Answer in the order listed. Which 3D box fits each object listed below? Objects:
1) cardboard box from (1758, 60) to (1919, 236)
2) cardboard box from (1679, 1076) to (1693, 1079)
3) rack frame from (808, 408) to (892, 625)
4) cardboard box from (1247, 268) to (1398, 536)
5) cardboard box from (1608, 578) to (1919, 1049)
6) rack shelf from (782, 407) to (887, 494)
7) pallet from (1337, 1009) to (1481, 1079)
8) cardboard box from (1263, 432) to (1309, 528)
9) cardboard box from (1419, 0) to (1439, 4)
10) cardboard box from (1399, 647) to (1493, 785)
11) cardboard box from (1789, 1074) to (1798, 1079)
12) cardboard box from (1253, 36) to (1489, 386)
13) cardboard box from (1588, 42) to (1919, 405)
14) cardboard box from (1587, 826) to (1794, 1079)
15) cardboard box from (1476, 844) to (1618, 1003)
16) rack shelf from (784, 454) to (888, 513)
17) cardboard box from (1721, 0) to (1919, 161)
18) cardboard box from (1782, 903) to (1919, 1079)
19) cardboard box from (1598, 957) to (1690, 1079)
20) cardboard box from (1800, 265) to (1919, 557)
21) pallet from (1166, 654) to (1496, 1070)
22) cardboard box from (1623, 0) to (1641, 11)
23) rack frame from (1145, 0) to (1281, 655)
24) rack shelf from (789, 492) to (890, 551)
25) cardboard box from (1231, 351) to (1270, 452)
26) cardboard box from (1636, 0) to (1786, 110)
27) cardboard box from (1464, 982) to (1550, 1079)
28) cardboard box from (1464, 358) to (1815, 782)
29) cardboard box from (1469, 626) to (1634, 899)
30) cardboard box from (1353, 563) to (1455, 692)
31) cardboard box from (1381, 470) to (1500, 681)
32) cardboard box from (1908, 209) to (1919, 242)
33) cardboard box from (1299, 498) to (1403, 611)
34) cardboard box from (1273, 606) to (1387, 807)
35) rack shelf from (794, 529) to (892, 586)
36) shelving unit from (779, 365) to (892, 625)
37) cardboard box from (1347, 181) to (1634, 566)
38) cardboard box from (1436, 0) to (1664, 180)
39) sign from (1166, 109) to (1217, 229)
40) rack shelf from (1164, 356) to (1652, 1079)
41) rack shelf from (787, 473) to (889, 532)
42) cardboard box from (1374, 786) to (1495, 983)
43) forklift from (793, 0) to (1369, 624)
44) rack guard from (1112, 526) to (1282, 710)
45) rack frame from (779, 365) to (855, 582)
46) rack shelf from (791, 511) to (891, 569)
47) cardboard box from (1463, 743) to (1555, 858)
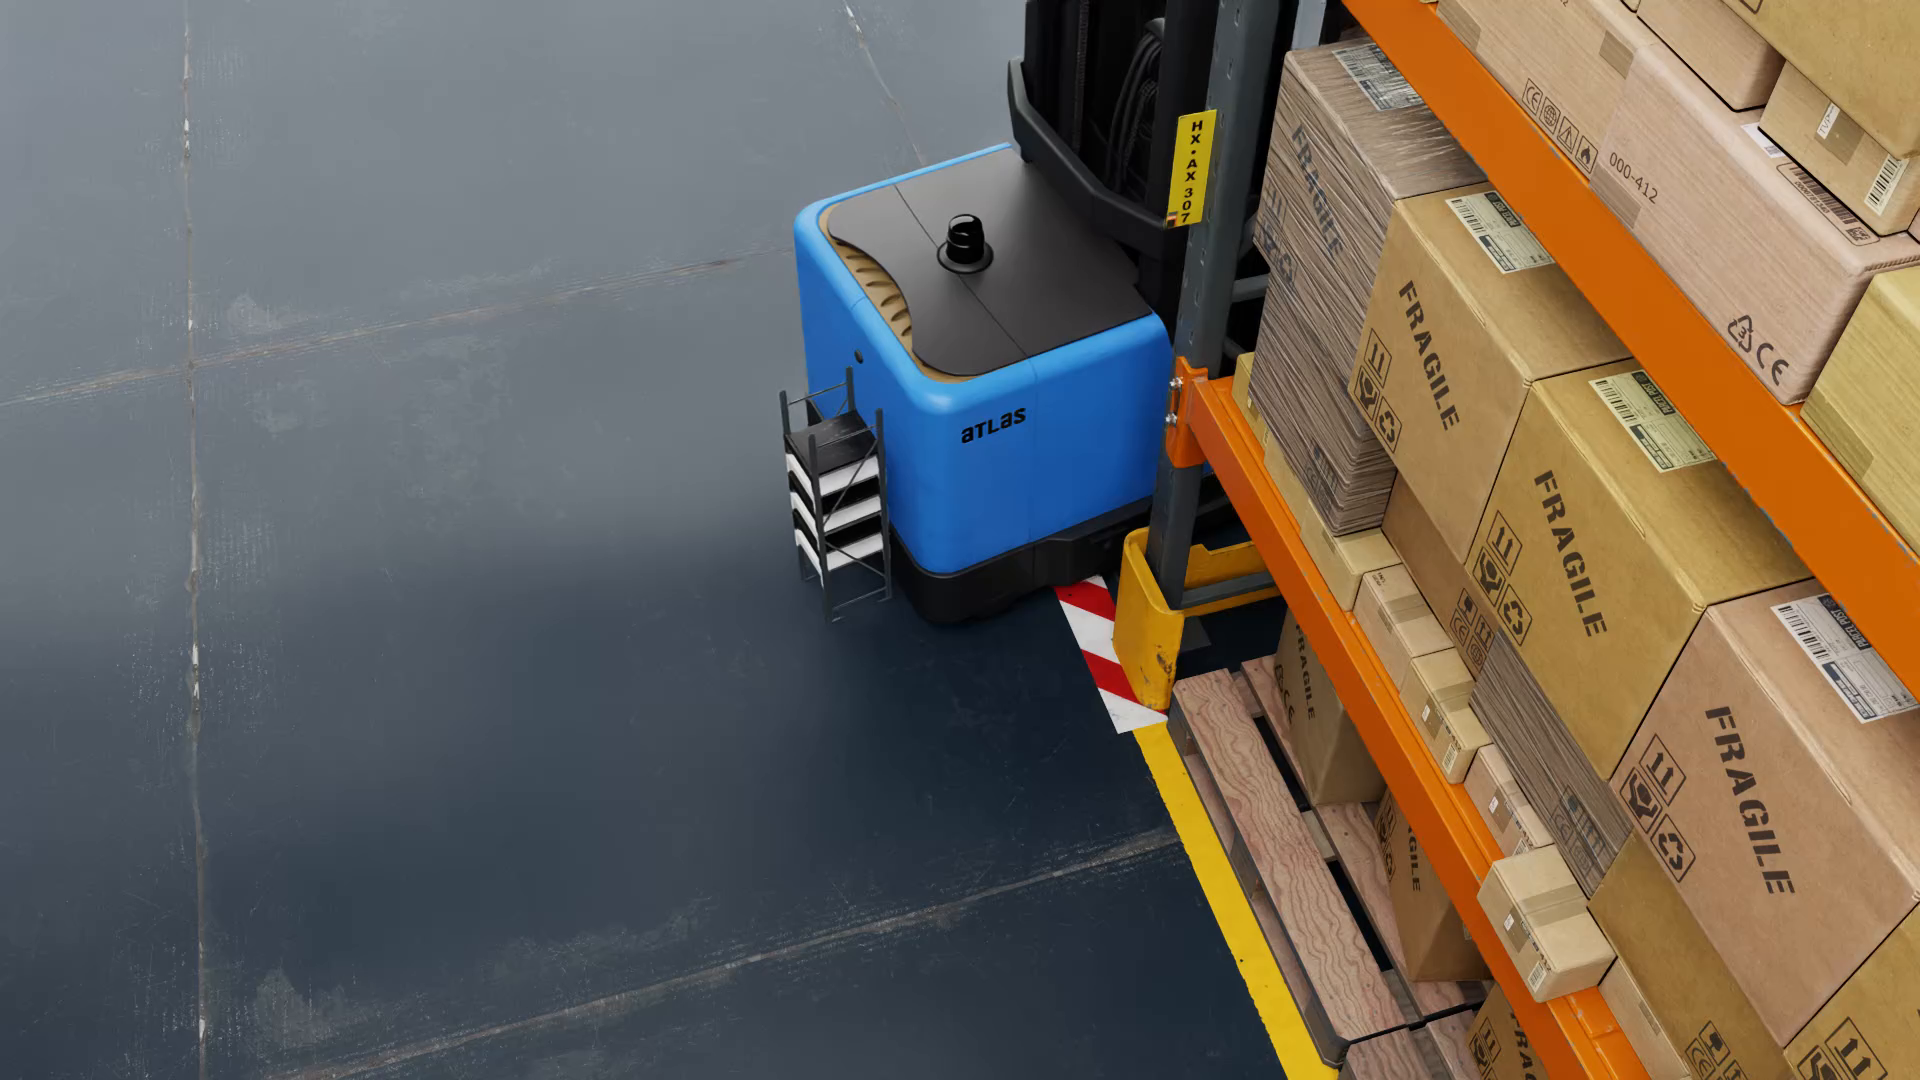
[{"bbox_3d":[1.284,-0.561,2.136,0.380,0.149,0.250,-15,52,-13],"label":"cardboard box"},{"bbox_3d":[1.480,1.088,3.035,0.380,0.149,0.250,-13,51,-11],"label":"cardboard box"},{"bbox_3d":[-0.335,-0.055,5.208,0.240,0.900,0.006,-22,53,-18],"label":"rack frame"},{"bbox_3d":[1.207,-0.445,3.903,0.875,0.500,0.500,-13,51,-11],"label":"cardboard box"},{"bbox_3d":[1.417,0.384,2.551,0.500,0.500,0.500,-13,51,-11],"label":"cardboard box"},{"bbox_3d":[-0.384,-0.276,5.085,0.258,0.077,0.200,-22,53,-18],"label":"rack shelf"},{"bbox_3d":[1.657,1.720,4.162,1.003,0.211,1.213,-13,51,-11],"label":"pallet"},{"bbox_3d":[0.983,-0.195,4.117,0.380,0.149,0.250,-13,51,-11],"label":"cardboard box"},{"bbox_3d":[0.967,-1.233,2.964,0.500,0.250,0.500,-12,51,-10],"label":"cardboard box"},{"bbox_3d":[1.204,0.353,3.655,0.380,0.149,0.250,-13,51,-11],"label":"cardboard box"},{"bbox_3d":[1.822,1.010,2.676,0.875,0.500,0.500,-13,51,-11],"label":"cardboard box"},{"bbox_3d":[0.973,-0.712,3.474,0.500,0.500,0.500,-13,51,-11],"label":"cardboard box"},{"bbox_3d":[1.268,-0.495,2.342,0.500,0.250,0.500,-13,51,-11],"label":"cardboard box"},{"bbox_3d":[1.713,0.636,2.992,0.875,0.500,0.500,-13,51,-11],"label":"cardboard box"},{"bbox_3d":[1.278,0.736,3.332,0.380,0.149,0.250,-13,51,-11],"label":"cardboard box"},{"bbox_3d":[-0.384,-0.218,5.153,0.258,0.077,0.200,-22,53,-18],"label":"rack shelf"},{"bbox_3d":[1.252,-0.836,1.944,0.500,0.500,0.500,-14,51,-11],"label":"cardboard box"},{"bbox_3d":[1.562,0.749,2.242,0.500,0.500,0.500,-13,51,-11],"label":"cardboard box"},{"bbox_3d":[1.479,0.888,3.204,0.380,0.149,0.250,-13,51,-11],"label":"cardboard box"},{"bbox_3d":[1.426,-0.116,2.022,0.500,0.250,0.500,-12,51,-10],"label":"cardboard box"},{"bbox_3d":[1.300,0.831,4.912,1.003,0.211,1.213,-13,51,-11],"label":"pallet"},{"bbox_3d":[1.121,-0.936,2.452,0.380,0.149,0.250,-11,51,-10],"label":"cardboard box"},{"bbox_3d":[1.071,-0.725,4.399,1.000,3.000,0.127,-13,51,-11],"label":"rack frame"},{"bbox_3d":[-0.384,-0.102,5.291,0.258,0.077,0.200,-22,53,-18],"label":"rack shelf"},{"bbox_3d":[0.928,-0.382,4.274,0.380,0.149,0.250,-13,51,-11],"label":"cardboard box"},{"bbox_3d":[1.189,-0.757,2.302,0.380,0.149,0.250,-13,51,-11],"label":"cardboard box"},{"bbox_3d":[1.616,1.296,4.056,0.500,0.500,0.500,-9,50,-8],"label":"cardboard box"},{"bbox_3d":[1.264,0.020,2.858,0.500,0.500,0.500,-13,51,-11],"label":"cardboard box"},{"bbox_3d":[1.576,0.268,3.302,0.875,0.500,0.500,-13,51,-11],"label":"cardboard box"},{"bbox_3d":[1.136,0.169,3.810,0.380,0.149,0.250,-13,51,-11],"label":"cardboard box"},{"bbox_3d":[1.470,-0.107,3.618,0.875,0.500,0.500,-13,51,-11],"label":"cardboard box"},{"bbox_3d":[1.402,-0.389,1.992,0.380,0.149,0.250,-14,51,-11],"label":"cardboard box"},{"bbox_3d":[1.043,-0.009,3.960,0.380,0.149,0.250,-13,51,-11],"label":"cardboard box"},{"bbox_3d":[1.240,0.405,4.807,0.500,0.500,0.500,-5,50,-4],"label":"cardboard box"},{"bbox_3d":[-0.383,0.014,5.429,0.258,0.077,0.200,-22,53,-18],"label":"rack shelf"},{"bbox_3d":[-0.384,-0.124,5.266,0.258,0.900,0.210,-22,53,-18],"label":"shelving unit"},{"bbox_3d":[1.114,-0.345,3.165,0.500,0.500,0.500,-13,51,-11],"label":"cardboard box"},{"bbox_3d":[1.125,-0.858,2.647,0.500,0.250,0.500,-14,51,-12],"label":"cardboard box"},{"bbox_3d":[0.553,-0.881,3.965,0.100,0.325,0.005,-13,51,-11],"label":"sign"},{"bbox_3d":[1.662,0.968,3.443,1.077,0.370,4.000,-13,51,-11],"label":"rack shelf"},{"bbox_3d":[-0.384,-0.160,5.222,0.258,0.077,0.200,-22,53,-18],"label":"rack shelf"},{"bbox_3d":[1.449,0.834,4.445,0.500,0.500,0.500,-2,50,-1],"label":"cardboard box"},{"bbox_3d":[1.010,-1.480,5.081,3.031,2.935,1.130,-21,53,-17],"label":"forklift"},{"bbox_3d":[1.093,0.136,5.308,1.175,0.500,0.348,-13,51,-11],"label":"rack guard"},{"bbox_3d":[-0.432,-0.192,5.323,0.240,0.900,0.006,-22,53,-18],"label":"rack frame"},{"bbox_3d":[-0.384,-0.044,5.360,0.258,0.077,0.200,-22,53,-18],"label":"rack shelf"},{"bbox_3d":[1.304,0.530,3.506,0.380,0.149,0.250,-13,51,-11],"label":"cardboard box"}]
